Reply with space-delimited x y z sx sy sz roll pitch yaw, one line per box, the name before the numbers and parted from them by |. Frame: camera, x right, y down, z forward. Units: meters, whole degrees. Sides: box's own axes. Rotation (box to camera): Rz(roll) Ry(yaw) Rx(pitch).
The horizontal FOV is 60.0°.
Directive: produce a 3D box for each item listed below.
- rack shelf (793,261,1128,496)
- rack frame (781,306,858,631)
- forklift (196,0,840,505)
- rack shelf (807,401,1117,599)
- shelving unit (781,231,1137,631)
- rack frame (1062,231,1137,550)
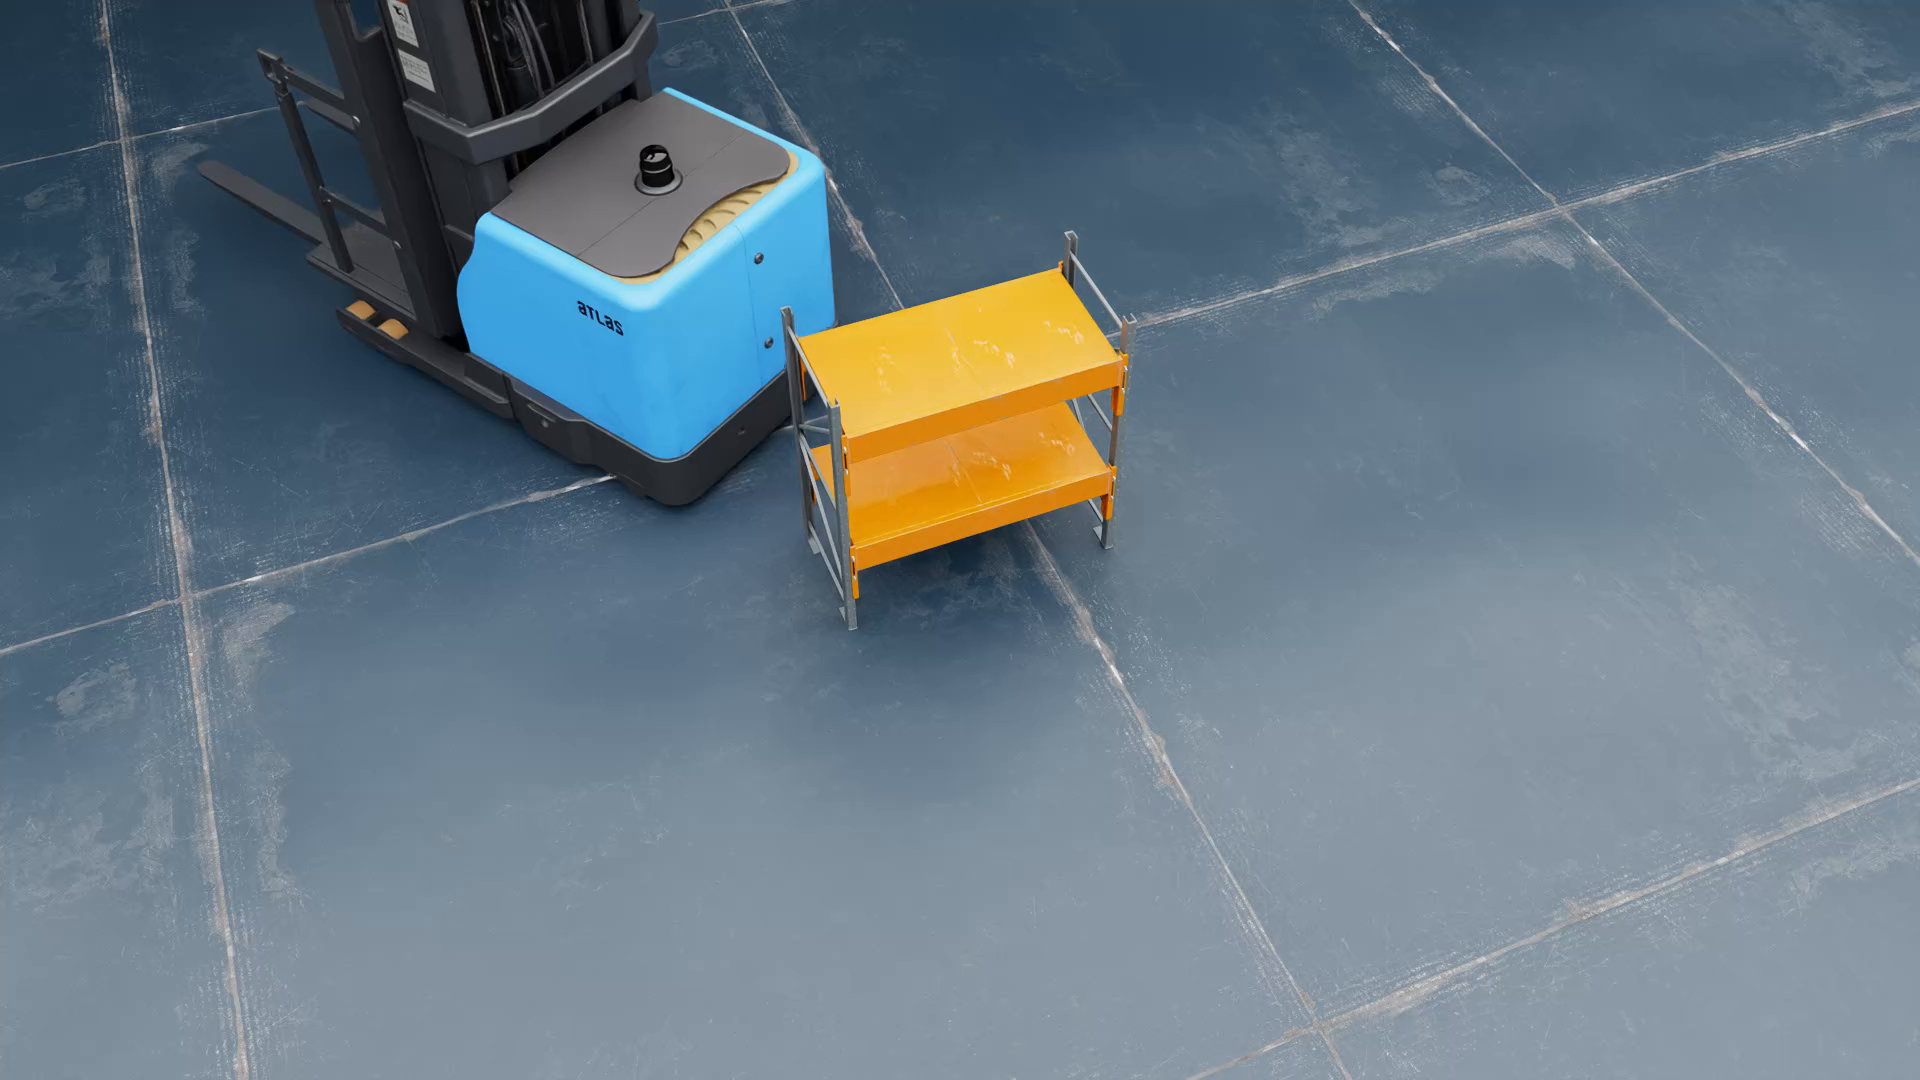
rack shelf | -0.006 -0.555 5.600 1.000 0.278 0.538 -17 52 -14
rack frame | -0.477 -0.219 5.696 0.032 1.125 0.500 -17 52 -14
forklift | -1.972 -2.000 6.036 3.031 2.935 1.130 29 55 22
rack shelf | -0.006 -0.205 6.007 1.000 0.278 0.538 -17 52 -14
shelving unit | -0.006 -0.365 5.822 1.048 1.125 0.538 -17 52 -14
rack frame | 0.464 -0.510 5.947 0.032 1.125 0.500 -17 52 -14
